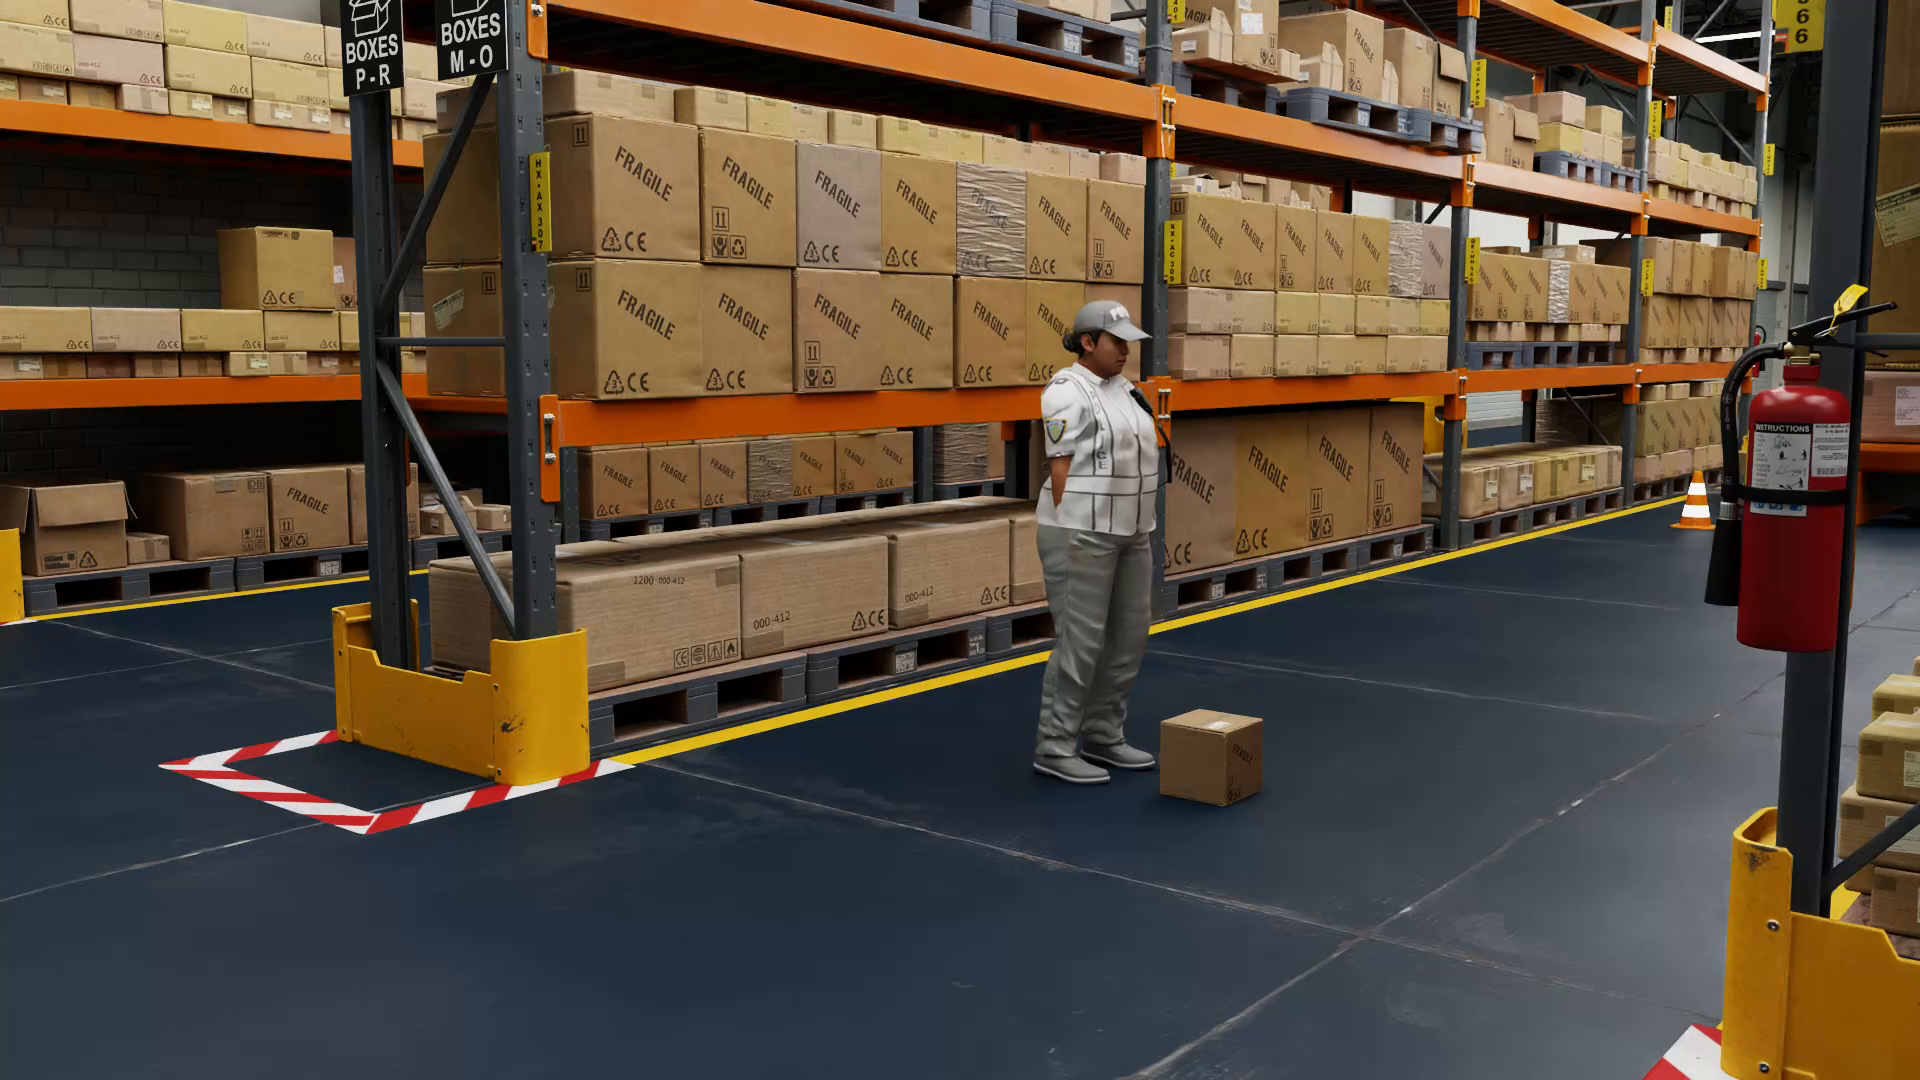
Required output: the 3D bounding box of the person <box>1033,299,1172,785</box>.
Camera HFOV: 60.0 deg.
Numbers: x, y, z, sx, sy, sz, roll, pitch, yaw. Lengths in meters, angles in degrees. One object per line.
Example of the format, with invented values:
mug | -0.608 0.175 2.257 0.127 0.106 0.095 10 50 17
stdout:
person | 0.494 -0.005 5.810 0.372 1.659 0.469 6 9 40
